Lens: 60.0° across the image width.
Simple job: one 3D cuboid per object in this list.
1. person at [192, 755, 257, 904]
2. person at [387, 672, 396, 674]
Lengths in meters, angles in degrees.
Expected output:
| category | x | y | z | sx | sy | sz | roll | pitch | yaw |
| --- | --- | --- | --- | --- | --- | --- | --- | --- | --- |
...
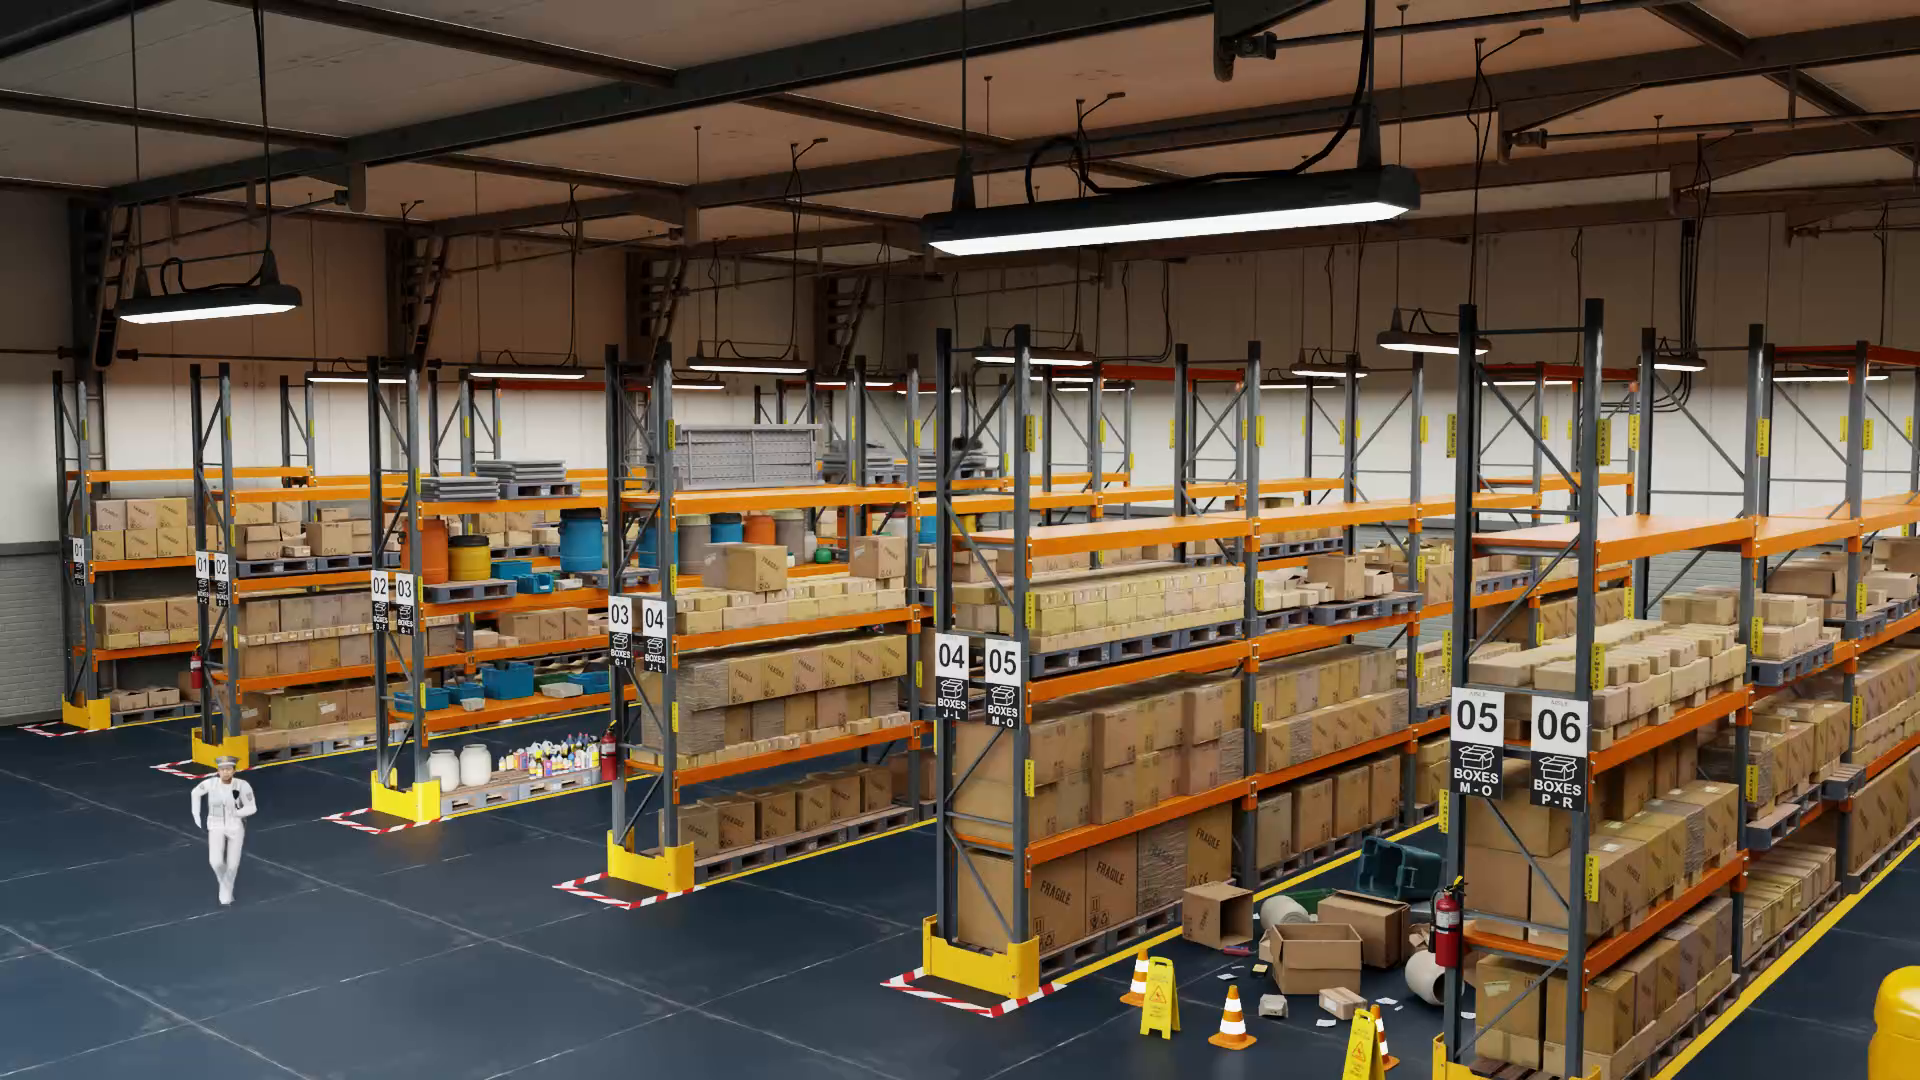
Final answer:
| category | x | y | z | sx | sy | sz | roll | pitch | yaw |
| --- | --- | --- | --- | --- | --- | --- | --- | --- | --- |
| person | -7.742 | 3.058 | 17.504 | 0.645 | 1.642 | 0.741 | -1 | 4 | -19 |
| person | -10.147 | 2.227 | 29.578 | 0.588 | 1.659 | 0.741 | 3 | 5 | 31 |
